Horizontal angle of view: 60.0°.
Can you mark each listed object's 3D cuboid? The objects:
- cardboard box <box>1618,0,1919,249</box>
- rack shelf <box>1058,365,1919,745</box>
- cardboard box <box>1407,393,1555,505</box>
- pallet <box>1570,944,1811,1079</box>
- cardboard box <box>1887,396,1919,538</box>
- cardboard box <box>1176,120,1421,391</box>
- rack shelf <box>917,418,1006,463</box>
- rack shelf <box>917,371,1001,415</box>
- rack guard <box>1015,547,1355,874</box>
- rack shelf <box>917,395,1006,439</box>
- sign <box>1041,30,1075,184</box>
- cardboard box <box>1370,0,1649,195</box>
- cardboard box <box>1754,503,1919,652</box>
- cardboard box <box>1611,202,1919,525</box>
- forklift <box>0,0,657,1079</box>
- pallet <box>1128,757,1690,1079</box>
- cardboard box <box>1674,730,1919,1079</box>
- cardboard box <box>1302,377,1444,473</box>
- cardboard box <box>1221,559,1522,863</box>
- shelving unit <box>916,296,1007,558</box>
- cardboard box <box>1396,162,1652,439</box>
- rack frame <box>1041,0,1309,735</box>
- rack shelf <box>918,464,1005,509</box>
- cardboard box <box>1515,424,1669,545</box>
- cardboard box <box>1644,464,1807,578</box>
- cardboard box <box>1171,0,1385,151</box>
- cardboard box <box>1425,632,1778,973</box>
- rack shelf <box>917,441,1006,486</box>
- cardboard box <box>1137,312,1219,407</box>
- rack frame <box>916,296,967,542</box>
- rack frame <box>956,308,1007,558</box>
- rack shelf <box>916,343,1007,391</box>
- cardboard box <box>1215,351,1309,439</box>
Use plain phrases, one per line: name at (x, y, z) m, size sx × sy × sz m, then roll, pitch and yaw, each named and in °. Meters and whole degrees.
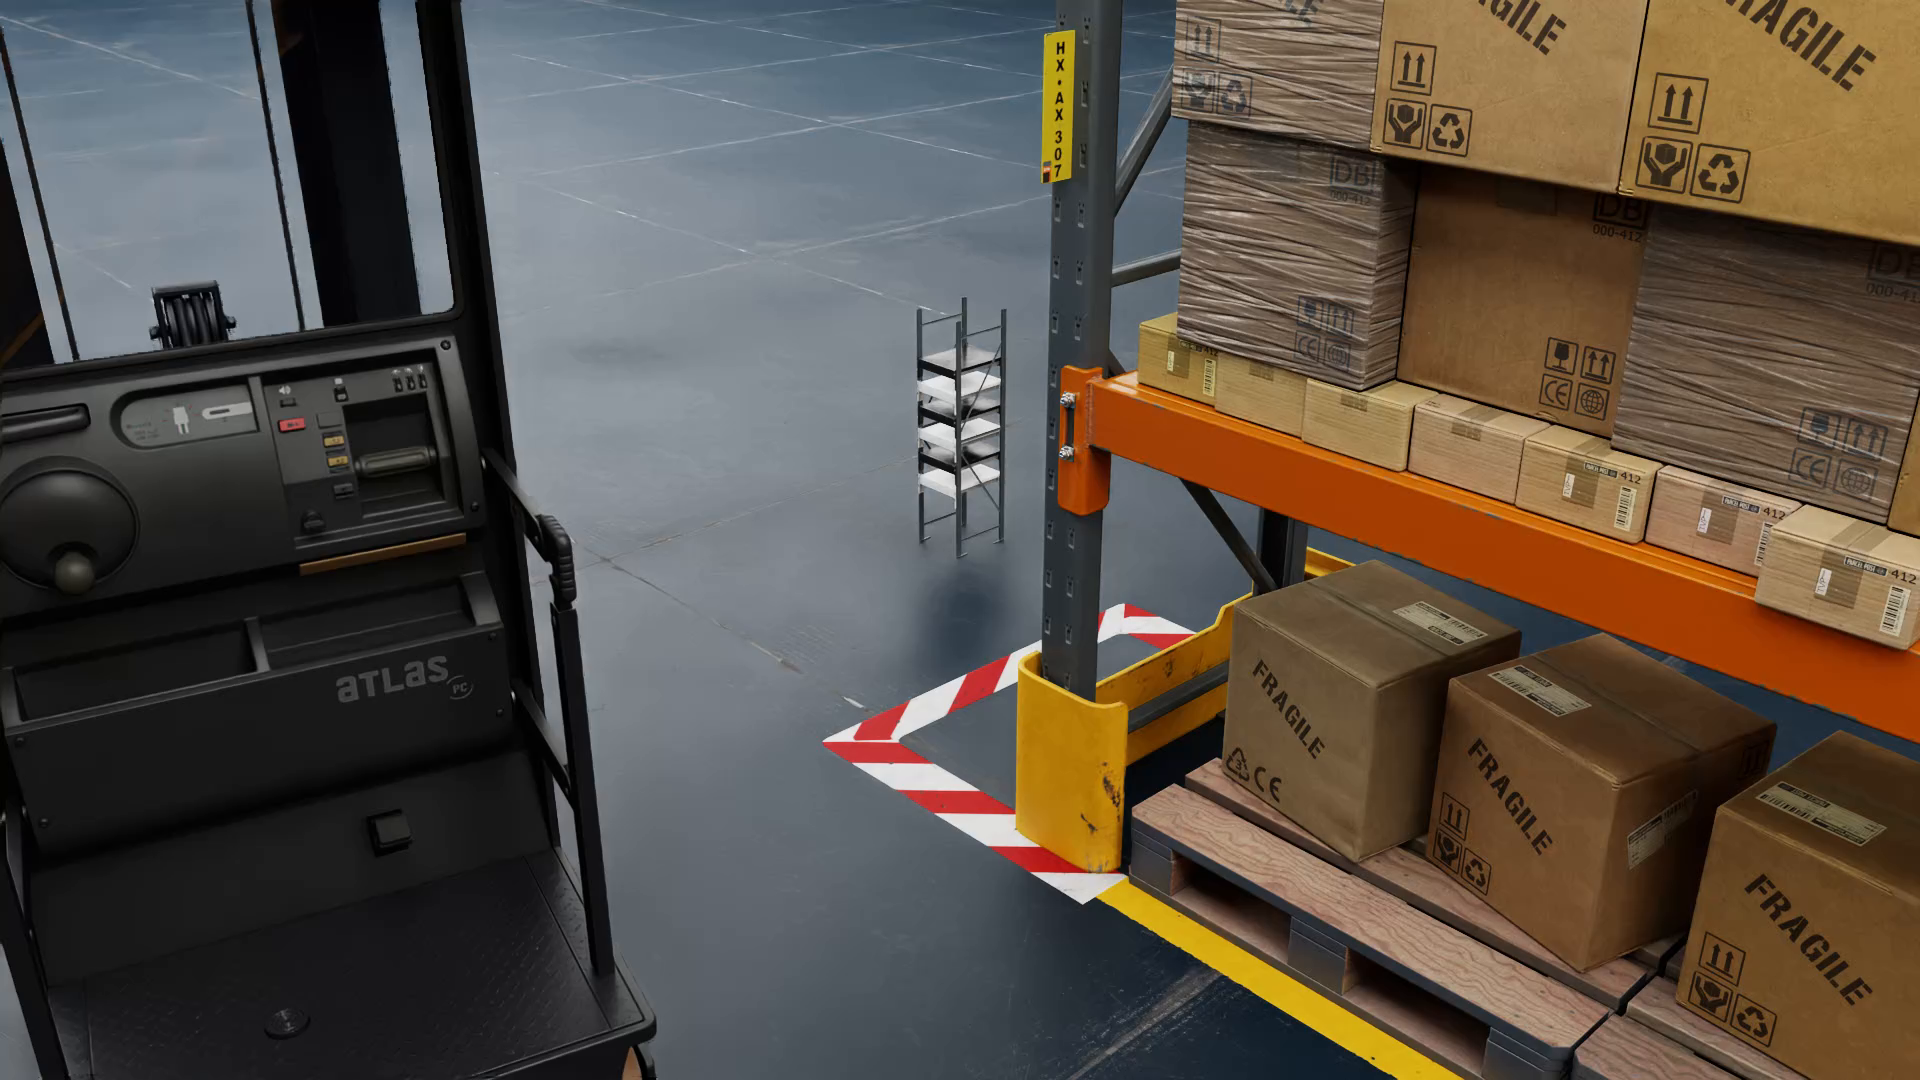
cardboard box at (1.473, -0.810, 2.729) m, size 0.500 × 0.500 × 0.500 m, roll -21°, pitch 32°, yaw -38°
rack shelf at (1.984, 0.210, 3.042) m, size 1.077 × 0.370 × 4.000 m, roll -21°, pitch 32°, yaw -38°
cardboard box at (1.140, -0.224, 3.429) m, size 0.380 × 0.149 × 0.250 m, roll -21°, pitch 32°, yaw -38°
pallet at (2.028, 1.194, 3.378) m, size 1.003 × 0.211 × 1.213 m, roll -21°, pitch 32°, yaw -38°
cardboard box at (2.045, -0.293, 2.800) m, size 0.875 × 0.500 × 0.500 m, roll -21°, pitch 32°, yaw -38°
cardboard box at (0.973, -0.729, 3.756) m, size 0.875 × 0.500 × 0.500 m, roll -21°, pitch 32°, yaw -38°
rack shelf at (0.006, -0.377, 6.072) m, size 0.258 × 0.077 × 0.200 m, roll -21°, pitch 32°, yaw -38°
rack shelf at (0.006, -0.540, 5.997) m, size 0.258 × 0.077 × 0.200 m, roll -21°, pitch 32°, yaw -38°
rack guard at (0.669, 0.437, 4.689) m, size 1.175 × 0.500 × 0.348 m, roll -21°, pitch 32°, yaw -38°
rack shelf at (0.006, -0.459, 6.034) m, size 0.258 × 0.077 × 0.200 m, roll -21°, pitch 32°, yaw -38°
sign at (0.221, -0.963, 3.704) m, size 0.100 × 0.325 × 0.005 m, roll -21°, pitch 32°, yaw -38°
cardboard box at (1.130, -0.961, 3.060) m, size 0.500 × 0.500 × 0.500 m, roll -21°, pitch 32°, yaw -38°
cardboard box at (1.592, 0.027, 2.879) m, size 0.380 × 0.149 × 0.250 m, roll -21°, pitch 32°, yaw -38°
cardboard box at (1.712, -0.448, 3.140) m, size 0.875 × 0.500 × 0.500 m, roll -21°, pitch 32°, yaw -38°
forklift at (-1.301, -0.120, 2.982) m, size 1.130 × 2.935 × 3.031 m, roll -13°, pitch 27°, yaw -25°
pallet at (1.198, 0.825, 4.188) m, size 1.003 × 0.211 × 1.213 m, roll -21°, pitch 32°, yaw -38°
cardboard box at (1.879, 0.784, 3.424) m, size 0.500 × 0.500 × 0.500 m, roll -18°, pitch 30°, yaw -34°
cardboard box at (0.954, -0.294, 3.582) m, size 0.380 × 0.149 × 0.250 m, roll -21°, pitch 32°, yaw -38°
cardboard box at (1.031, 0.417, 4.227) m, size 0.500 × 0.500 × 0.500 m, roll -15°, pitch 28°, yaw -29°
shelving unit at (0.006, -0.407, 6.058) m, size 0.258 × 0.900 × 0.210 m, roll -21°, pitch 32°, yaw -38°
cardboard box at (1.402, -0.612, 3.499) m, size 0.875 × 0.500 × 0.500 m, roll -21°, pitch 32°, yaw -38°
rack frame at (0.617, -0.723, 4.221) m, size 1.000 × 3.000 × 0.127 m, roll -21°, pitch 32°, yaw -38°
rack shelf at (0.006, -0.213, 6.146) m, size 0.258 × 0.077 × 0.200 m, roll -21°, pitch 32°, yaw -38°
cardboard box at (1.306, -0.146, 3.259) m, size 0.380 × 0.149 × 0.250 m, roll -21°, pitch 32°, yaw -38°
cardboard box at (1.497, -0.078, 3.110) m, size 0.380 × 0.149 × 0.250 m, roll -21°, pitch 32°, yaw -38°
cardboard box at (0.794, -1.115, 3.396) m, size 0.500 × 0.500 × 0.500 m, roll -21°, pitch 32°, yaw -38°
cardboard box at (1.465, 0.588, 3.852) m, size 0.500 × 0.500 × 0.500 m, roll -12°, pitch 27°, yaw -25°
rack shelf at (0.006, -0.295, 6.109) m, size 0.258 × 0.077 × 0.200 m, roll -21°, pitch 32°, yaw -38°
cardboard box at (0.638, -0.455, 3.936) m, size 0.380 × 0.149 × 0.250 m, roll -21°, pitch 32°, yaw -38°
rack frame at (-0.064, -0.438, 6.125) m, size 0.240 × 0.900 × 0.006 m, roll -21°, pitch 32°, yaw -38°
rack frame at (0.075, -0.376, 5.990) m, size 0.240 × 0.900 × 0.006 m, roll -21°, pitch 32°, yaw -38°
rack shelf at (0.006, -0.622, 5.960) m, size 0.258 × 0.077 × 0.200 m, roll -21°, pitch 32°, yaw -38°
cardboard box at (0.794, -0.374, 3.758) m, size 0.380 × 0.149 × 0.250 m, roll -21°, pitch 32°, yaw -38°
